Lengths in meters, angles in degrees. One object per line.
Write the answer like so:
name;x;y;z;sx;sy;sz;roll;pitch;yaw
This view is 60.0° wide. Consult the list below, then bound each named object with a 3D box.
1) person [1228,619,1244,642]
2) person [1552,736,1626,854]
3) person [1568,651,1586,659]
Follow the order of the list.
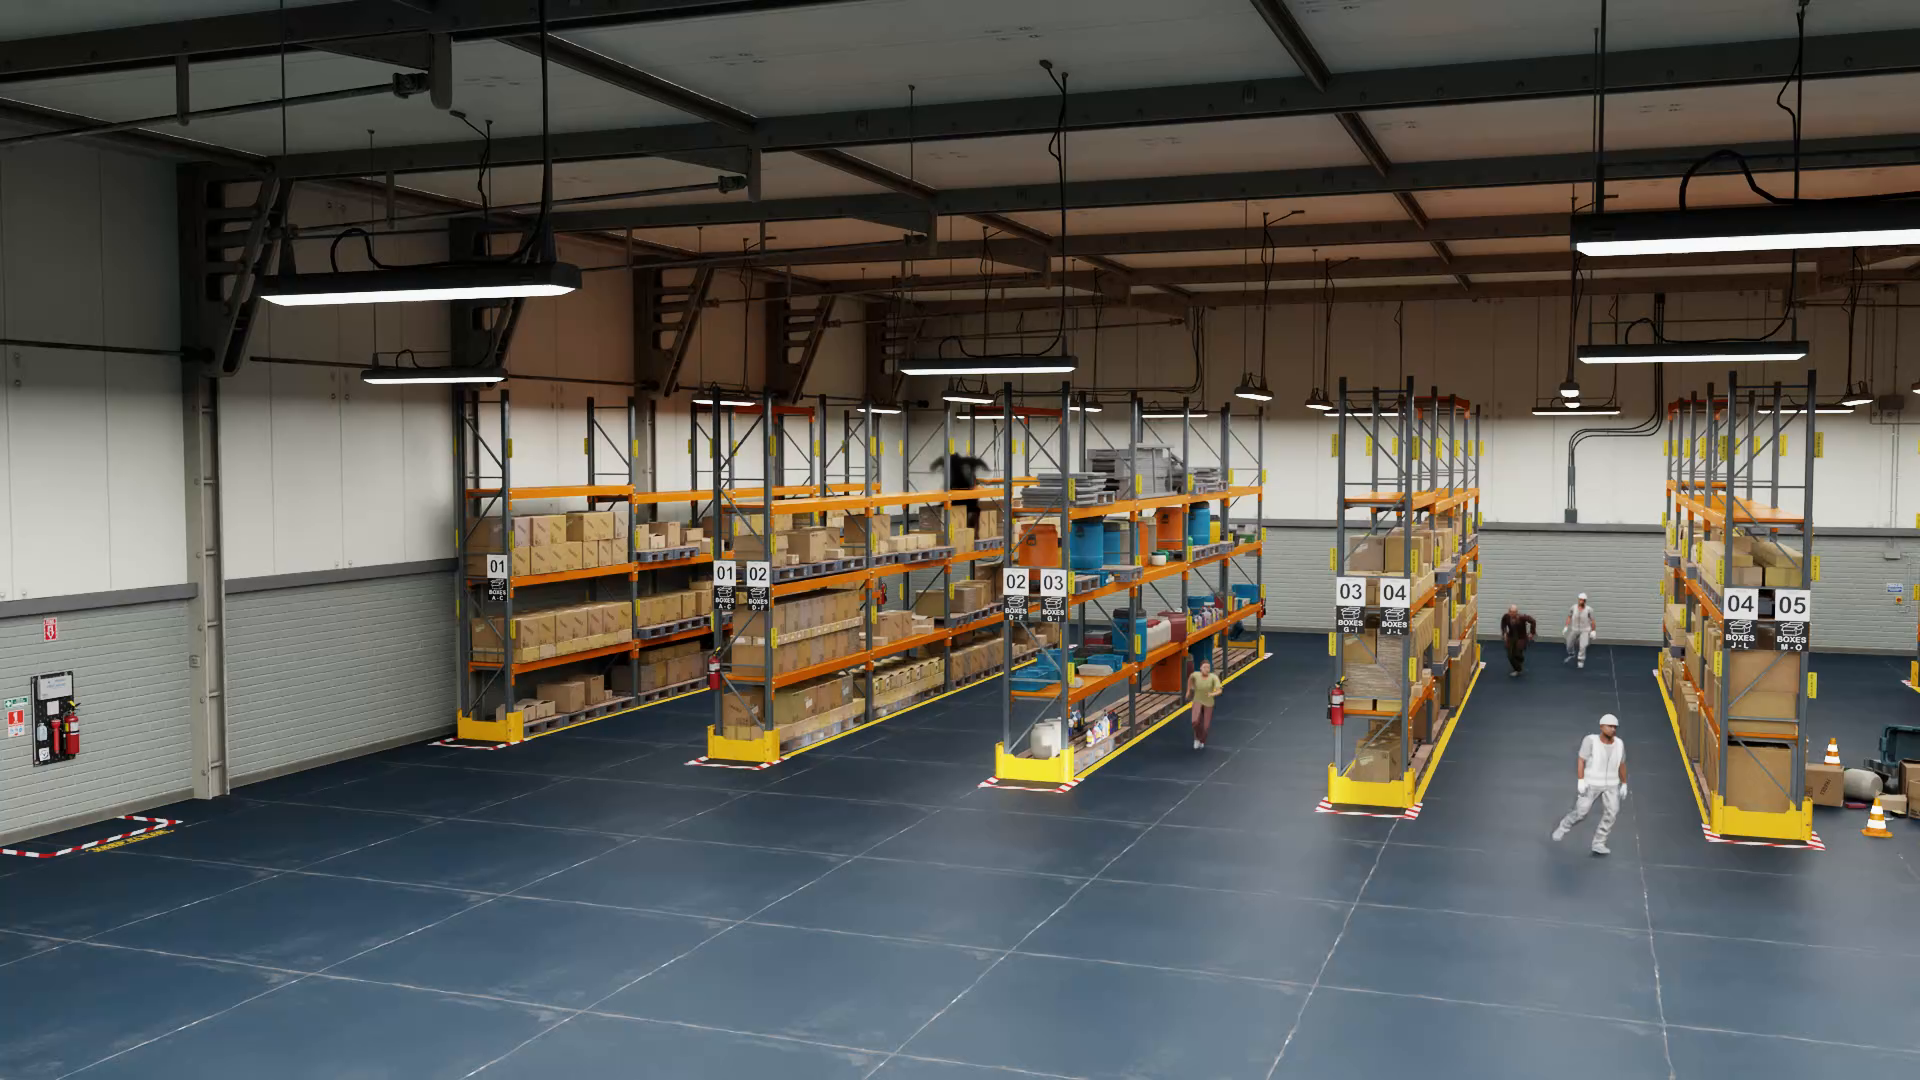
person;6.925;1.902;41.375;0.852;1.435;0.456;3;4;44
person;7.820;3.132;20.623;0.814;1.444;0.597;0;3;0
person;14.029;2.565;37.846;0.464;0.246;0.402;2;4;35
